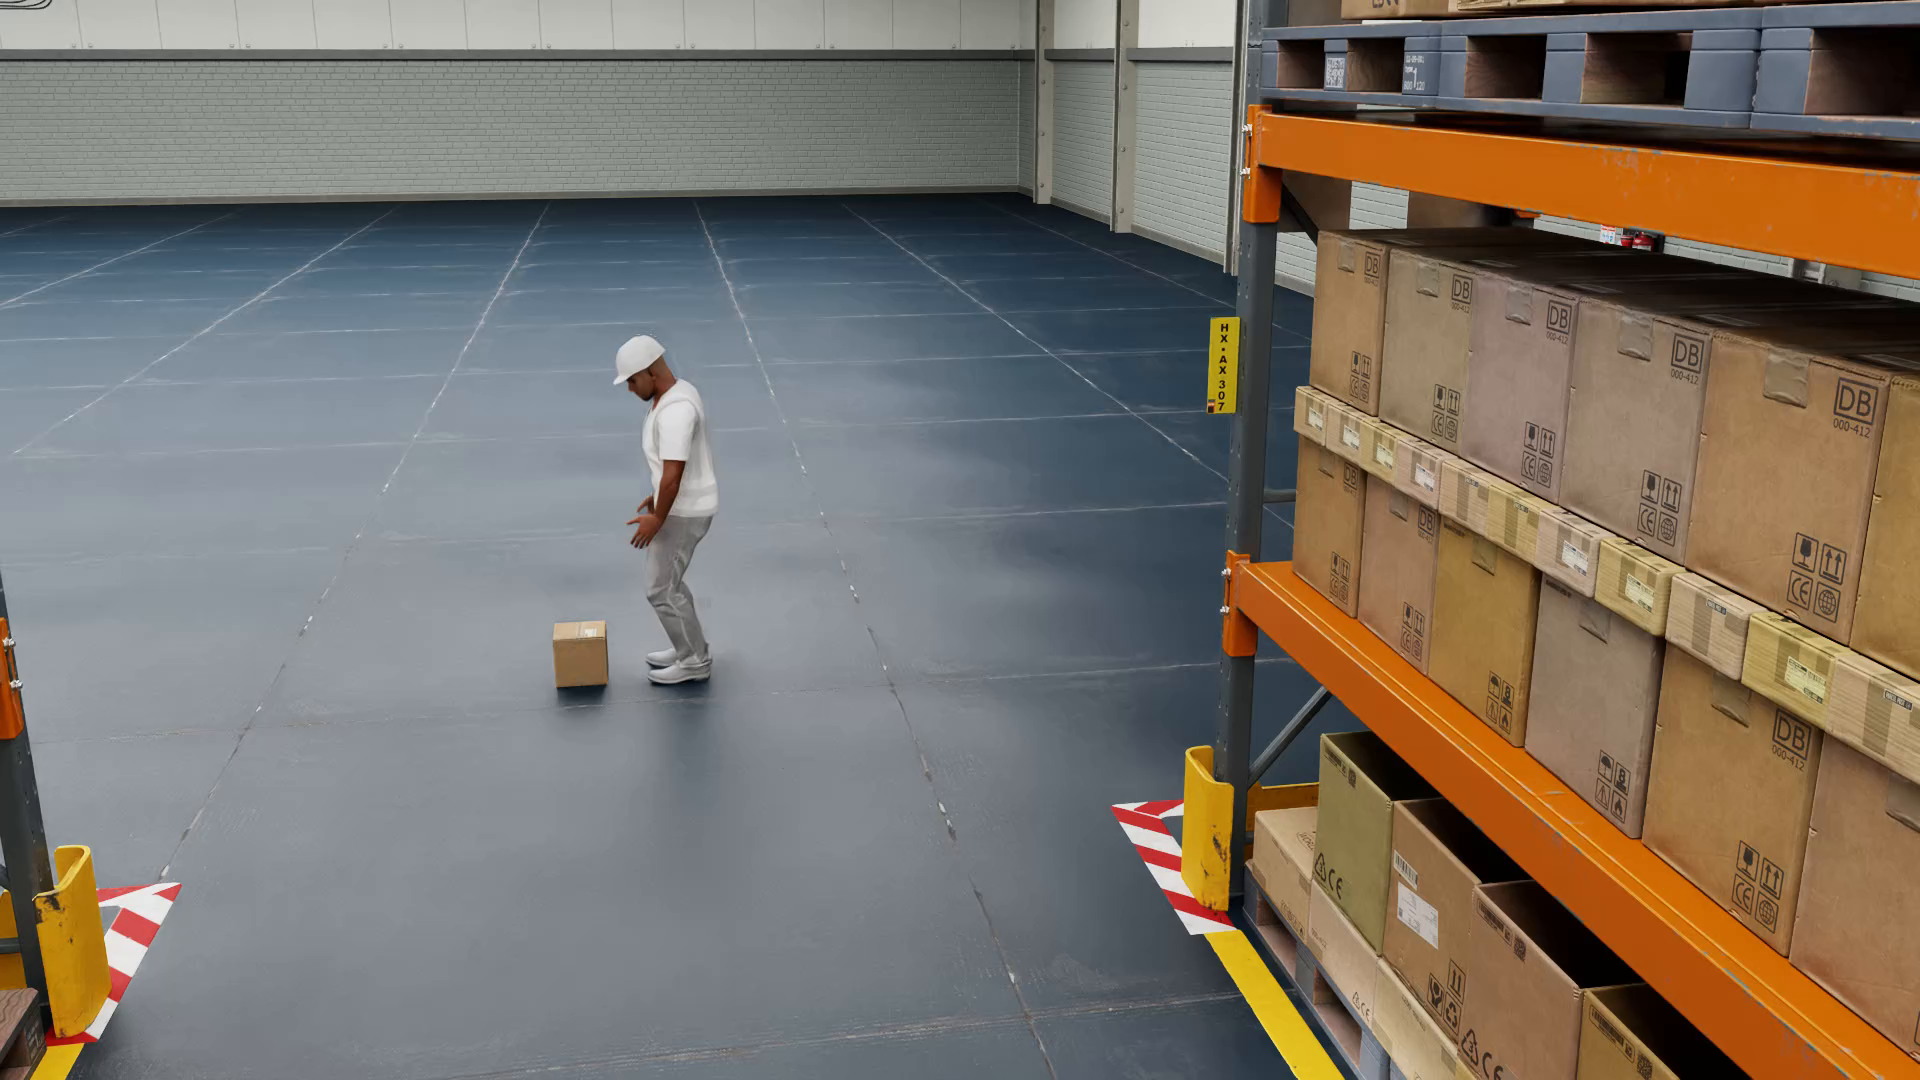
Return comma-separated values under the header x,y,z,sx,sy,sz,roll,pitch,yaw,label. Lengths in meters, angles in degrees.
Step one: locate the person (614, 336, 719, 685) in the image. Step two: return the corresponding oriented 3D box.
x,y,z,sx,sy,sz,roll,pitch,yaw,label
-1.413,-0.149,8.114,0.472,1.708,0.595,-3,16,-9,person
